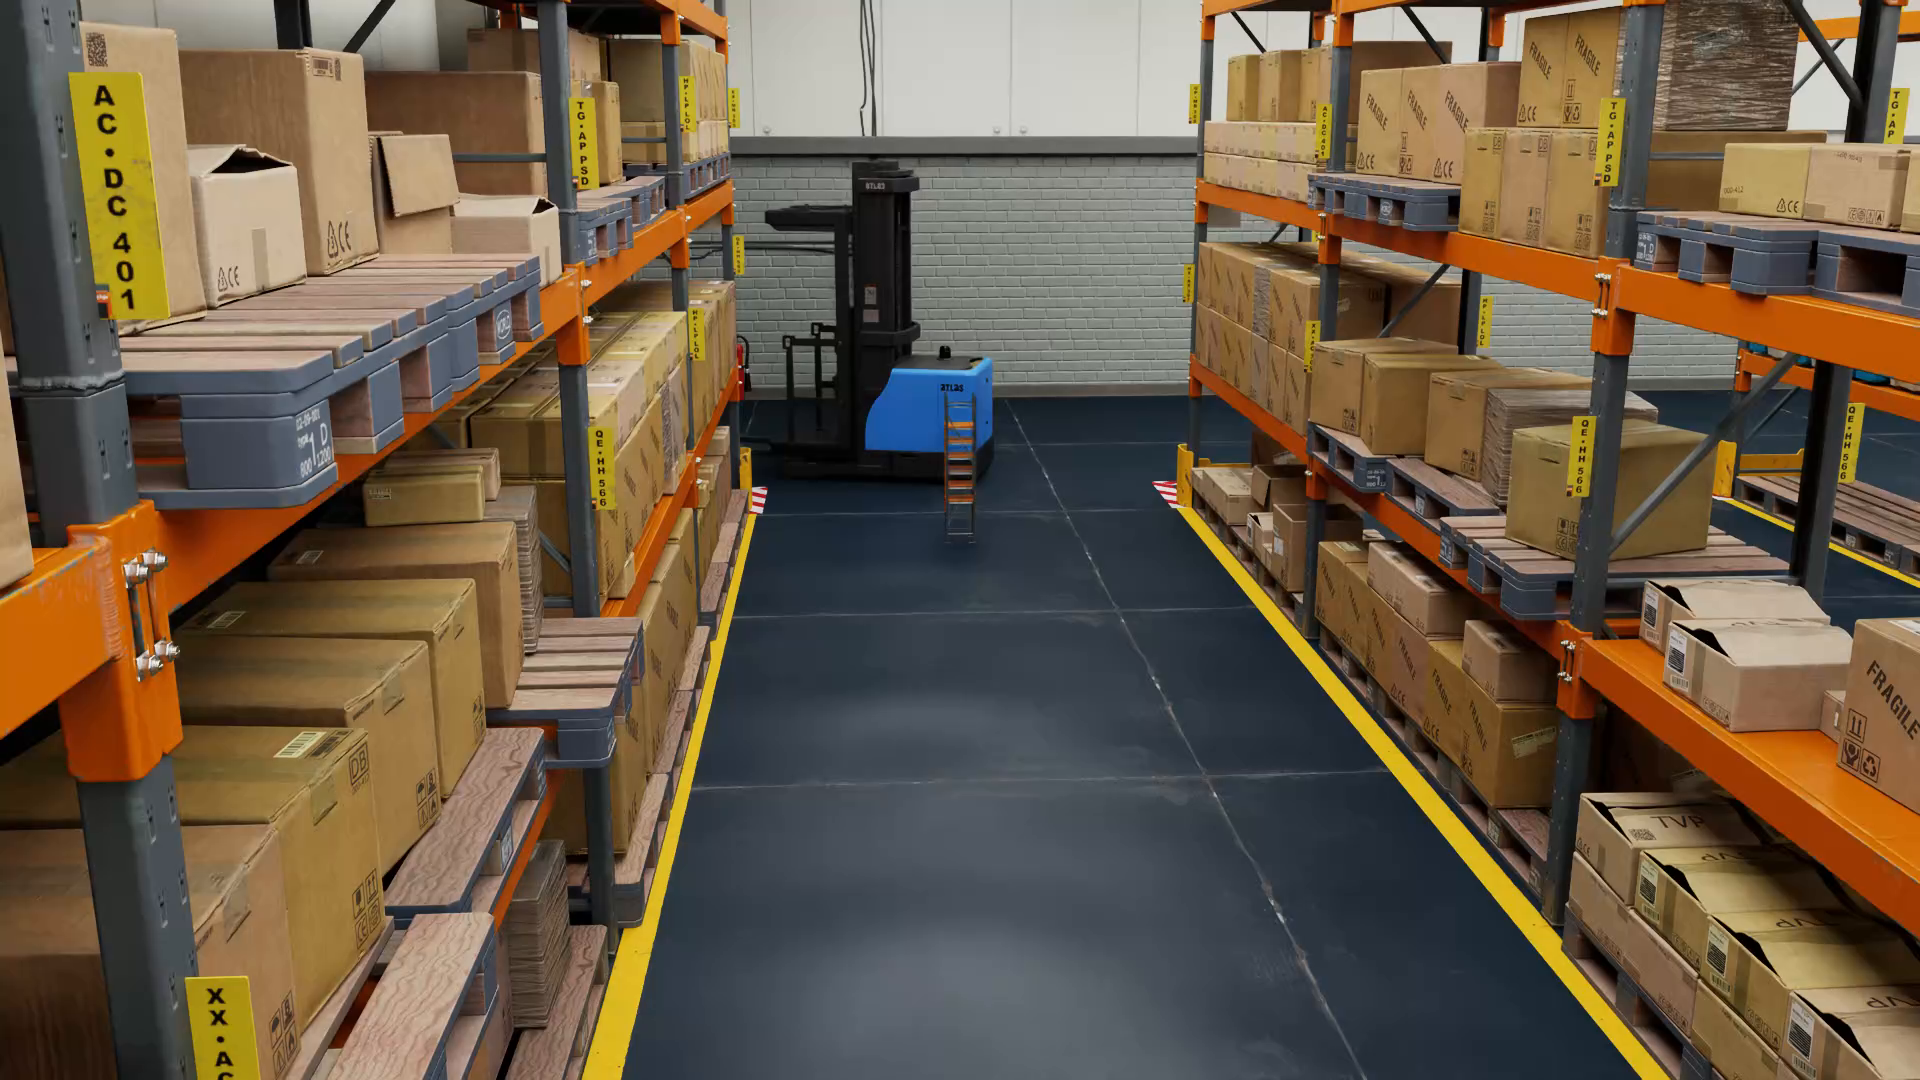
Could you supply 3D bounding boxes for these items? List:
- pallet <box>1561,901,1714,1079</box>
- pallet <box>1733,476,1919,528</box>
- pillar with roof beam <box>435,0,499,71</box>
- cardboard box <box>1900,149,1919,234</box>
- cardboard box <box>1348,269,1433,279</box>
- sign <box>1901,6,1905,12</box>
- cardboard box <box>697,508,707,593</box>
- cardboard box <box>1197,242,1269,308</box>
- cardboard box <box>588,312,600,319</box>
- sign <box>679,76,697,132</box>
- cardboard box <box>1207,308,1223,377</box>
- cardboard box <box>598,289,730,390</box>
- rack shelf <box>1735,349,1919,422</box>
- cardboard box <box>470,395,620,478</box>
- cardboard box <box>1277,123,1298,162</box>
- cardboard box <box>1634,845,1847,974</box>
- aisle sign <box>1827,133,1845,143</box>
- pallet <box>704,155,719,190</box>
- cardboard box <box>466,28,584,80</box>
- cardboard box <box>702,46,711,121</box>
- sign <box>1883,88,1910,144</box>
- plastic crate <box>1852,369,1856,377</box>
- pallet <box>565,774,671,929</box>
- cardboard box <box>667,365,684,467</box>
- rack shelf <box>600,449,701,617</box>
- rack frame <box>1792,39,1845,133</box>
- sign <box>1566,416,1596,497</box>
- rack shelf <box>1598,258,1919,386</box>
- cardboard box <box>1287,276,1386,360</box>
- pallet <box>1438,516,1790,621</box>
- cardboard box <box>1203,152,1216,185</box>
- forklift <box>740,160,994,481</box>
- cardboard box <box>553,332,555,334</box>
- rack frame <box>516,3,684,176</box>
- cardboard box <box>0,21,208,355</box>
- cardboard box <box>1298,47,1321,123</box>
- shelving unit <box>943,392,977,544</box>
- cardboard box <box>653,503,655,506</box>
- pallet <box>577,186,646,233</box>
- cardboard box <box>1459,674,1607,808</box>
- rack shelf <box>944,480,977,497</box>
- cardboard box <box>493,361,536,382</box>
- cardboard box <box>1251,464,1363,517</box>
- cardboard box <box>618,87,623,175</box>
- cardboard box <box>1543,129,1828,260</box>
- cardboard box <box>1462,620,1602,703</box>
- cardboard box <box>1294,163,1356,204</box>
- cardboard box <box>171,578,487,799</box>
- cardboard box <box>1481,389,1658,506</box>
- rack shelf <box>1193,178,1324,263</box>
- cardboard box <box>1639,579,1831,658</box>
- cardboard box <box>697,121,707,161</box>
[{"bbox_3d":[3.032,1.736,6.355,1.003,0.211,1.213,-1,14,-3],"label":"pallet"},{"bbox_3d":[7.481,-0.329,14.380,1.003,0.211,1.213,-1,14,-3],"label":"pallet"},{"bbox_3d":[1.219,-3.870,10.506,9.100,9.000,0.400,-1,14,-3],"label":"pillar with roof beam"},{"bbox_3d":[3.179,-1.018,4.903,0.500,0.250,0.500,-1,14,-5],"label":"cardboard box"},{"bbox_3d":[2.992,-1.597,11.506,0.500,0.500,0.500,-1,14,-5],"label":"cardboard box"},{"bbox_3d":[8.017,-4.646,14.173,0.100,0.325,0.005,-1,14,-3],"label":"sign"},{"bbox_3d":[-2.115,0.083,11.359,0.700,0.500,0.500,-1,14,-3],"label":"cardboard box"},{"bbox_3d":[2.289,-2.227,13.956,0.500,0.500,0.500,0,14,-2],"label":"cardboard box"},{"bbox_3d":[-2.403,-1.184,9.765,0.500,0.250,0.500,0,14,-2],"label":"cardboard box"},{"bbox_3d":[-1.631,-2.603,9.935,0.100,0.325,0.005,-1,14,-3],"label":"sign"},{"bbox_3d":[2.326,-1.615,13.583,0.500,0.500,0.500,-1,14,-4],"label":"cardboard box"},{"bbox_3d":[-2.322,-1.570,13.005,0.980,0.700,0.700,-1,14,-4],"label":"cardboard box"},{"bbox_3d":[7.593,-1.039,12.988,1.077,0.370,4.000,-1,14,-3],"label":"rack shelf"},{"bbox_3d":[-1.696,-0.432,6.841,0.500,0.250,0.500,-1,14,-2],"label":"cardboard box"},{"bbox_3d":[2.444,-2.678,11.192,0.500,0.250,0.500,-1,14,-3],"label":"cardboard box"},{"bbox_3d":[2.801,1.302,5.995,0.500,0.311,0.500,-1,14,-5],"label":"cardboard box"},{"bbox_3d":[7.757,-3.166,14.595,0.394,0.787,0.004,-1,14,-3],"label":"aisle sign"},{"bbox_3d":[-2.284,-2.653,11.976,1.003,0.211,1.213,-1,14,-3],"label":"pallet"},{"bbox_3d":[-2.199,-2.456,8.445,0.500,0.250,0.500,-1,14,-5],"label":"cardboard box"},{"bbox_3d":[-2.010,-3.164,11.537,0.500,0.500,0.500,-1,14,-3],"label":"cardboard box"},{"bbox_3d":[3.575,-1.568,6.383,0.100,0.325,0.005,-1,14,-3],"label":"sign"},{"bbox_3d":[7.237,-1.439,13.314,0.416,0.233,0.300,-1,14,-3],"label":"plastic crate"},{"bbox_3d":[-1.897,1.411,7.619,1.003,0.211,1.213,-1,14,-3],"label":"pallet"},{"bbox_3d":[-1.850,-0.701,9.395,0.500,0.500,0.500,-1,14,-3],"label":"cardboard box"},{"bbox_3d":[-2.048,0.109,8.527,1.077,0.370,4.000,-1,14,-3],"label":"rack shelf"},{"bbox_3d":[7.469,-4.790,14.084,1.000,3.000,0.127,-1,14,-3],"label":"rack frame"},{"bbox_3d":[2.479,-0.331,6.629,0.100,0.325,0.005,-1,14,-3],"label":"sign"},{"bbox_3d":[3.144,-0.426,4.588,1.077,0.370,4.000,-1,14,-3],"label":"rack shelf"},{"bbox_3d":[2.483,-1.469,11.008,0.500,0.500,0.500,-1,14,-3],"label":"cardboard box"},{"bbox_3d":[2.908,0.106,7.480,1.213,0.211,1.003,-1,14,-3],"label":"pallet"},{"bbox_3d":[2.303,-3.058,13.671,0.500,0.250,0.500,-1,14,-3],"label":"cardboard box"},{"bbox_3d":[-1.238,-2.112,15.852,3.031,2.935,1.130,3,15,10],"label":"forklift"},{"bbox_3d":[-2.364,-1.054,9.260,0.500,0.250,0.500,-1,14,-3],"label":"cardboard box"},{"bbox_3d":[-2.171,-3.642,9.623,1.000,3.000,0.127,-1,14,-3],"label":"rack frame"},{"bbox_3d":[-1.630,-0.589,2.733,0.500,0.500,0.500,1,14,5],"label":"cardboard box"},{"bbox_3d":[2.778,-3.171,11.603,0.700,0.500,0.500,-1,14,-3],"label":"cardboard box"},{"bbox_3d":[0.001,-0.577,13.363,0.258,1.200,0.189,-1,14,-3],"label":"shelving unit"},{"bbox_3d":[-1.833,-0.229,8.859,0.380,0.149,0.250,-1,14,-5],"label":"cardboard box"},{"bbox_3d":[-2.089,-1.541,7.854,1.003,0.211,1.213,0,14,-1],"label":"pallet"},{"bbox_3d":[2.728,0.949,7.952,0.500,0.500,0.500,0,14,-1],"label":"cardboard box"},{"bbox_3d":[0.001,-0.418,13.404,0.258,0.103,0.180,-1,14,-3],"label":"rack shelf"},{"bbox_3d":[-2.268,-0.673,7.779,0.500,0.250,0.500,-1,14,-5],"label":"cardboard box"},{"bbox_3d":[2.651,-0.286,12.744,0.797,0.503,0.637,-1,14,-3],"label":"cardboard box"},{"bbox_3d":[-2.227,-2.231,9.073,0.700,0.500,0.500,-2,15,-6],"label":"cardboard box"},{"bbox_3d":[2.960,-1.429,6.839,0.910,0.500,0.500,-1,14,-3],"label":"cardboard box"},{"bbox_3d":[2.720,0.572,7.913,0.500,0.250,0.500,0,14,-1],"label":"cardboard box"},{"bbox_3d":[2.477,-2.311,10.771,0.500,0.250,0.500,-1,14,-3],"label":"cardboard box"},{"bbox_3d":[-1.785,0.423,4.781,0.700,0.500,0.500,-1,14,-3],"label":"cardboard box"},{"bbox_3d":[3.003,-0.457,8.238,0.700,0.500,0.500,2,15,7],"label":"cardboard box"},{"bbox_3d":[2.649,-2.416,12.321,1.077,0.370,4.000,-1,14,-3],"label":"rack shelf"},{"bbox_3d":[2.999,0.315,6.462,0.500,0.311,0.500,0,14,0],"label":"cardboard box"},{"bbox_3d":[-1.969,-2.672,11.128,0.500,0.250,0.500,-1,14,-5],"label":"cardboard box"}]
